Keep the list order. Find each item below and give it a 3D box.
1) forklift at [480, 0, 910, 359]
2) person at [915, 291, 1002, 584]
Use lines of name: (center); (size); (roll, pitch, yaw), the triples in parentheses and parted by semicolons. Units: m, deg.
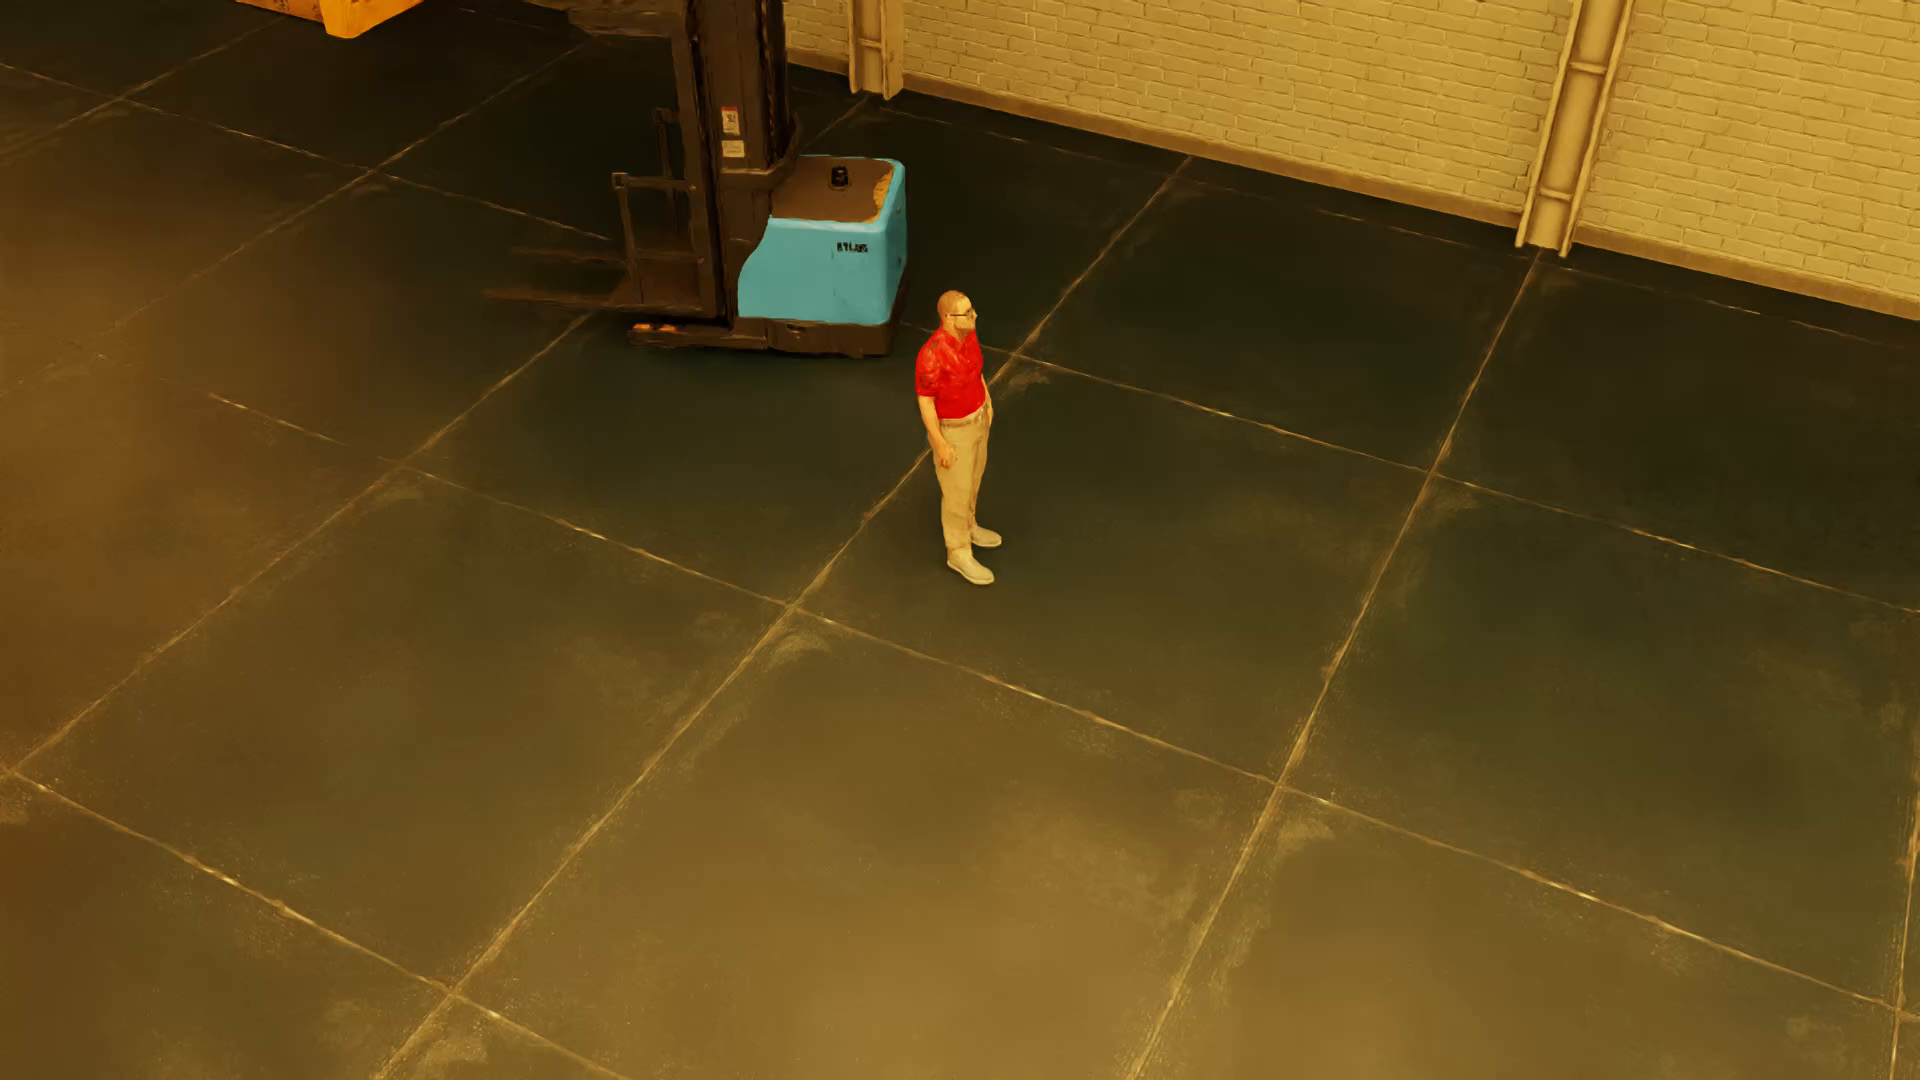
forklift: (-1.932, -2.820, 11.335); (3.031, 2.935, 1.130); (5, 40, 6)
person: (0.074, -0.633, 9.661); (0.550, 1.726, 0.640); (18, 43, 21)
